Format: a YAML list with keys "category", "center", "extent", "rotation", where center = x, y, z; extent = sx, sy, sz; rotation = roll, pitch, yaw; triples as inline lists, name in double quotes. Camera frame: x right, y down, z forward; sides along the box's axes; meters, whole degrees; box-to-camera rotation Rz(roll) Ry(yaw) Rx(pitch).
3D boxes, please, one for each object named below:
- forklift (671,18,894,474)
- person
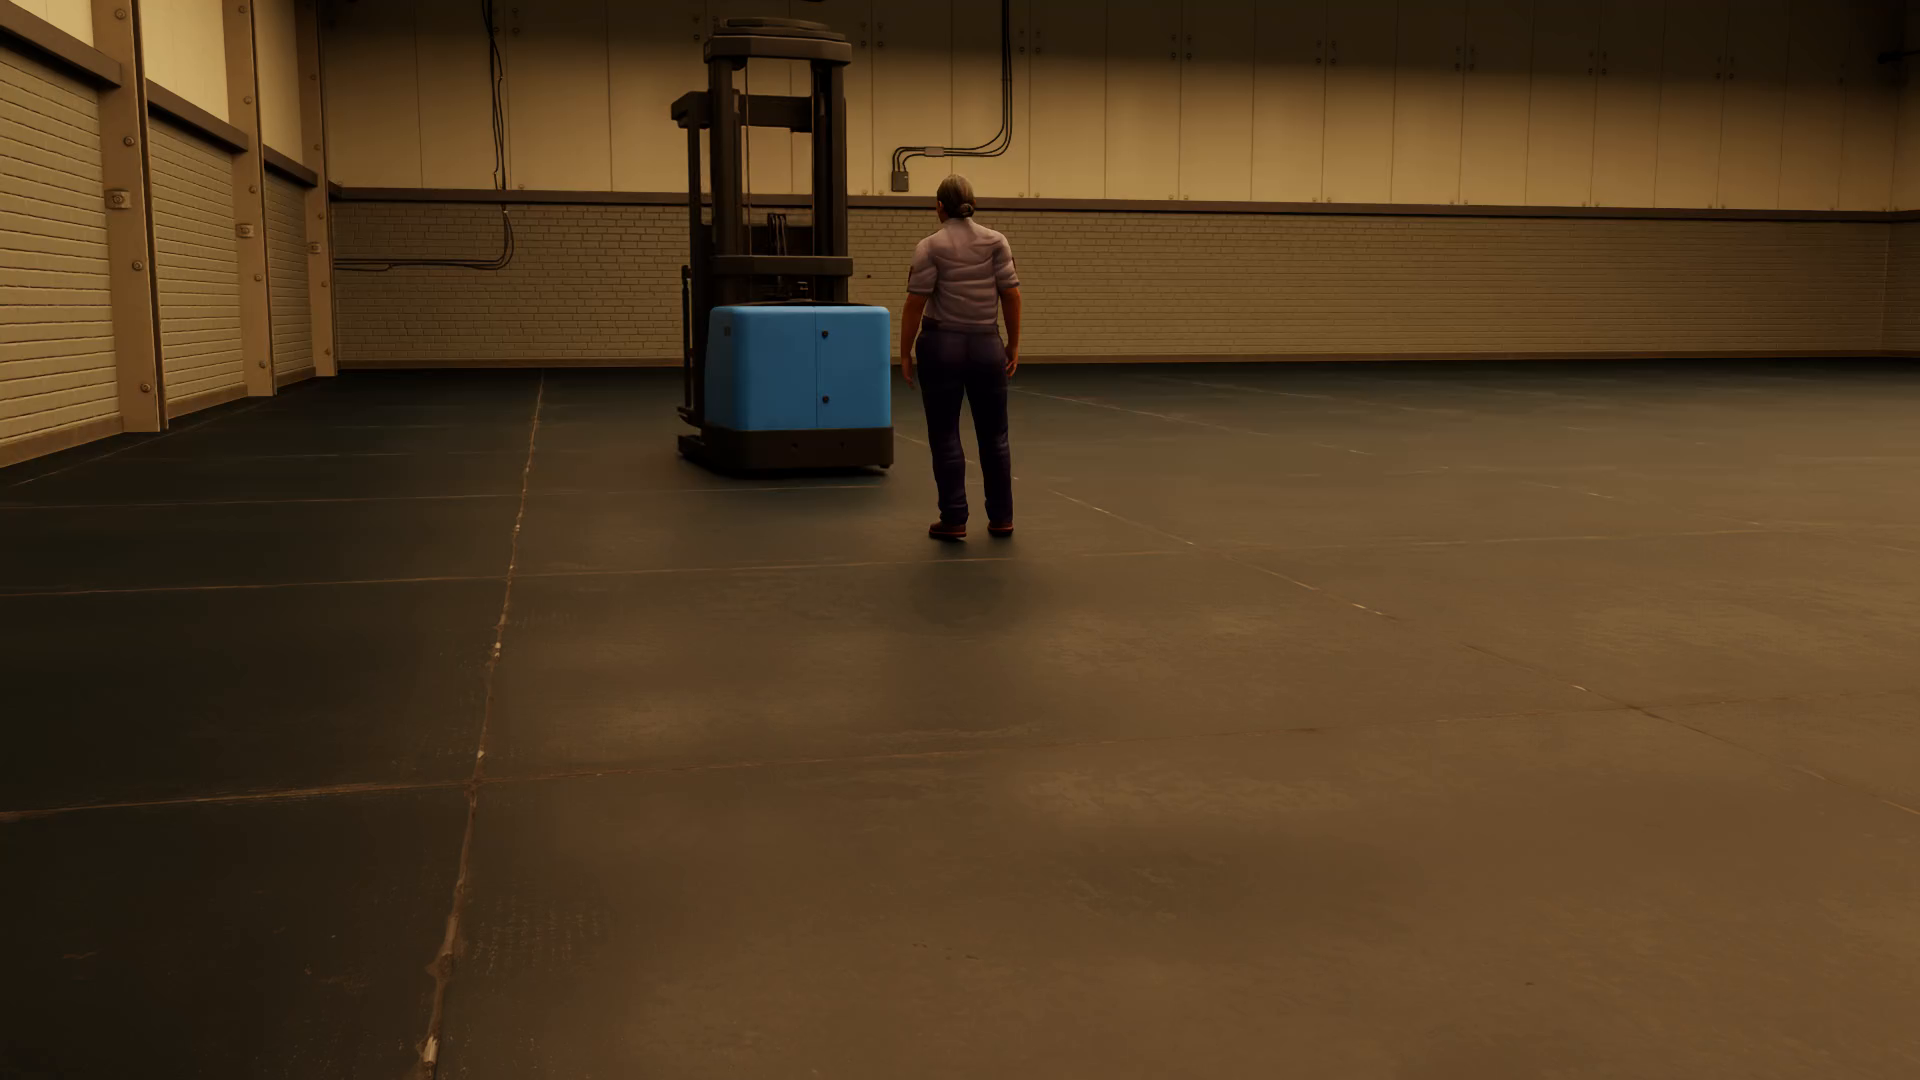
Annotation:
- category: "forklift"
  center: [-1.392, -2.035, 11.670]
  extent: [1.130, 2.935, 3.031]
  rotation: [-3, 8, -19]
- category: "person"
  center: [0.002, -0.836, 7.684]
  extent: [0.598, 1.651, 0.502]
  rotation: [-2, 8, -13]
